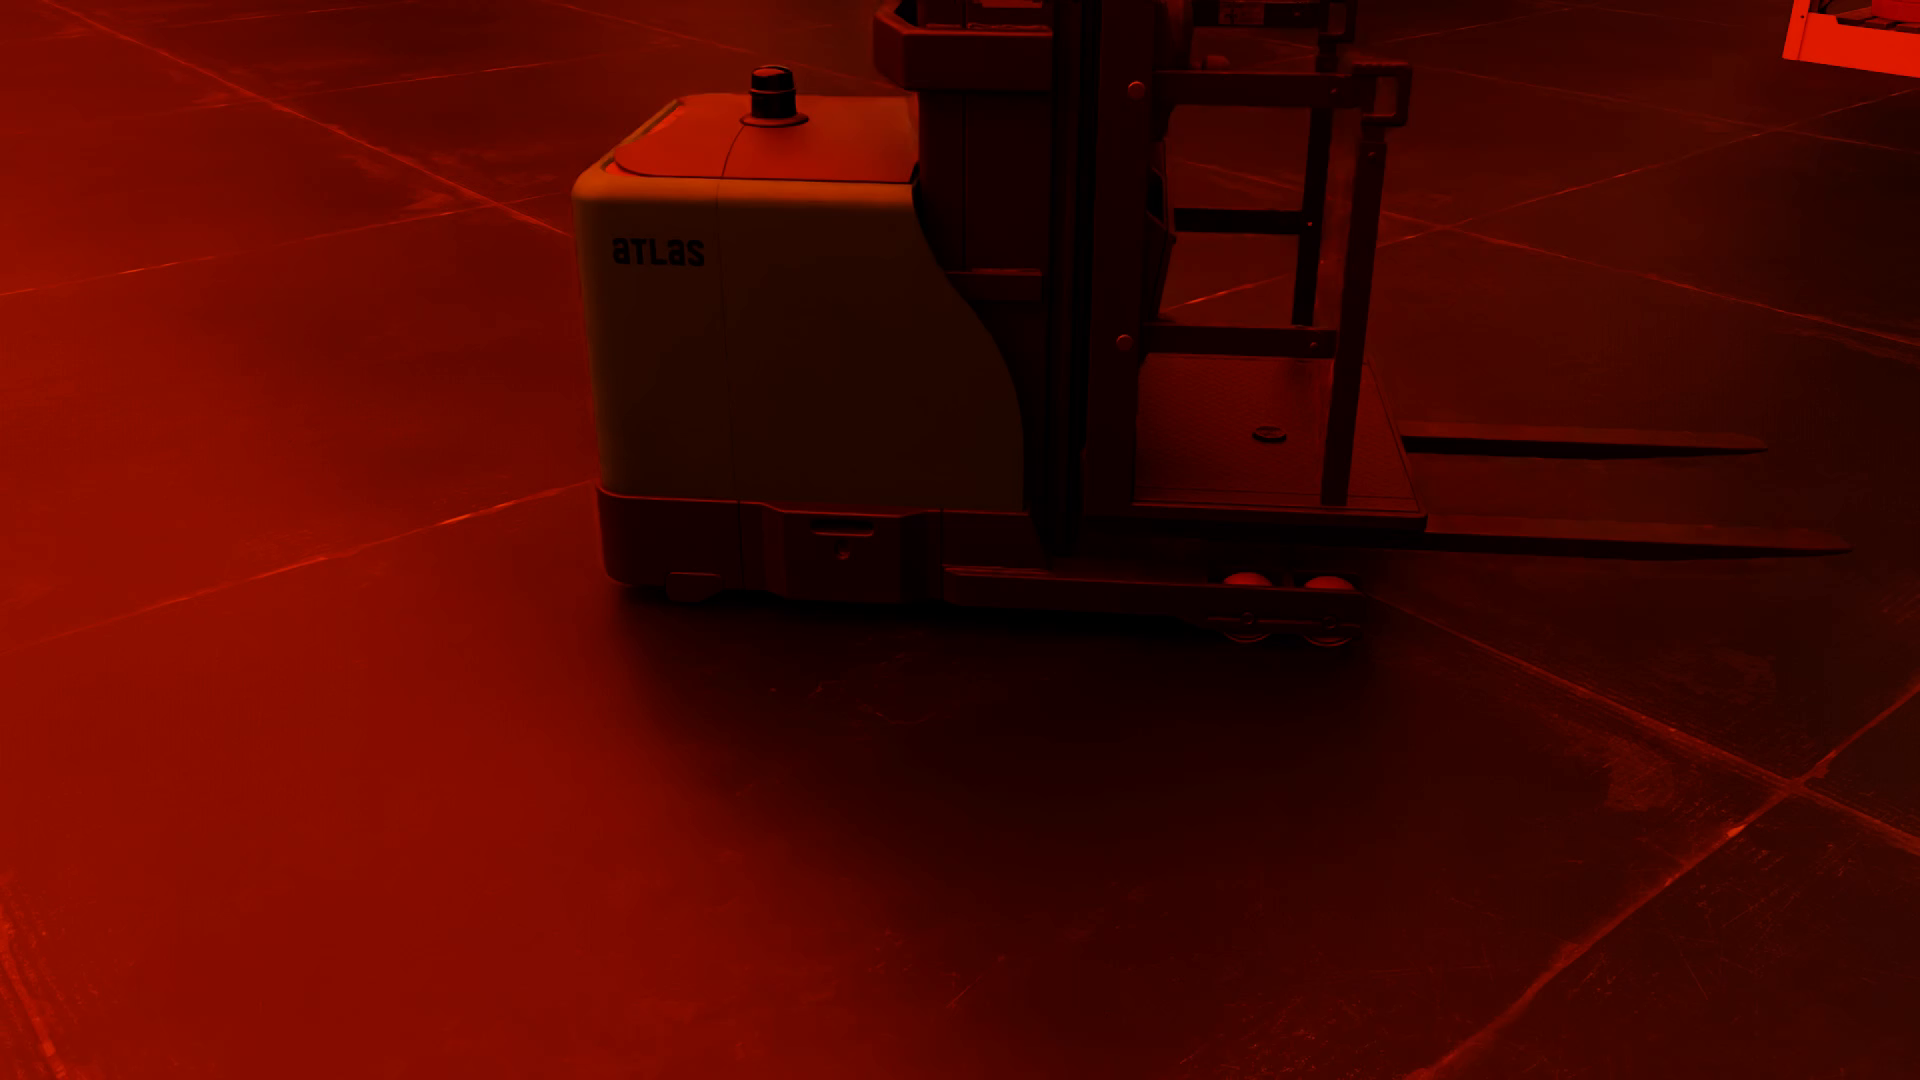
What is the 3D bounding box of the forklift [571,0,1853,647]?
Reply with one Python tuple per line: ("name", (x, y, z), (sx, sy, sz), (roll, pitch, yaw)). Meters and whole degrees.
("forklift", (0.652, -1.306, 3.835), (3.031, 2.935, 1.130), (3, 26, 5))
